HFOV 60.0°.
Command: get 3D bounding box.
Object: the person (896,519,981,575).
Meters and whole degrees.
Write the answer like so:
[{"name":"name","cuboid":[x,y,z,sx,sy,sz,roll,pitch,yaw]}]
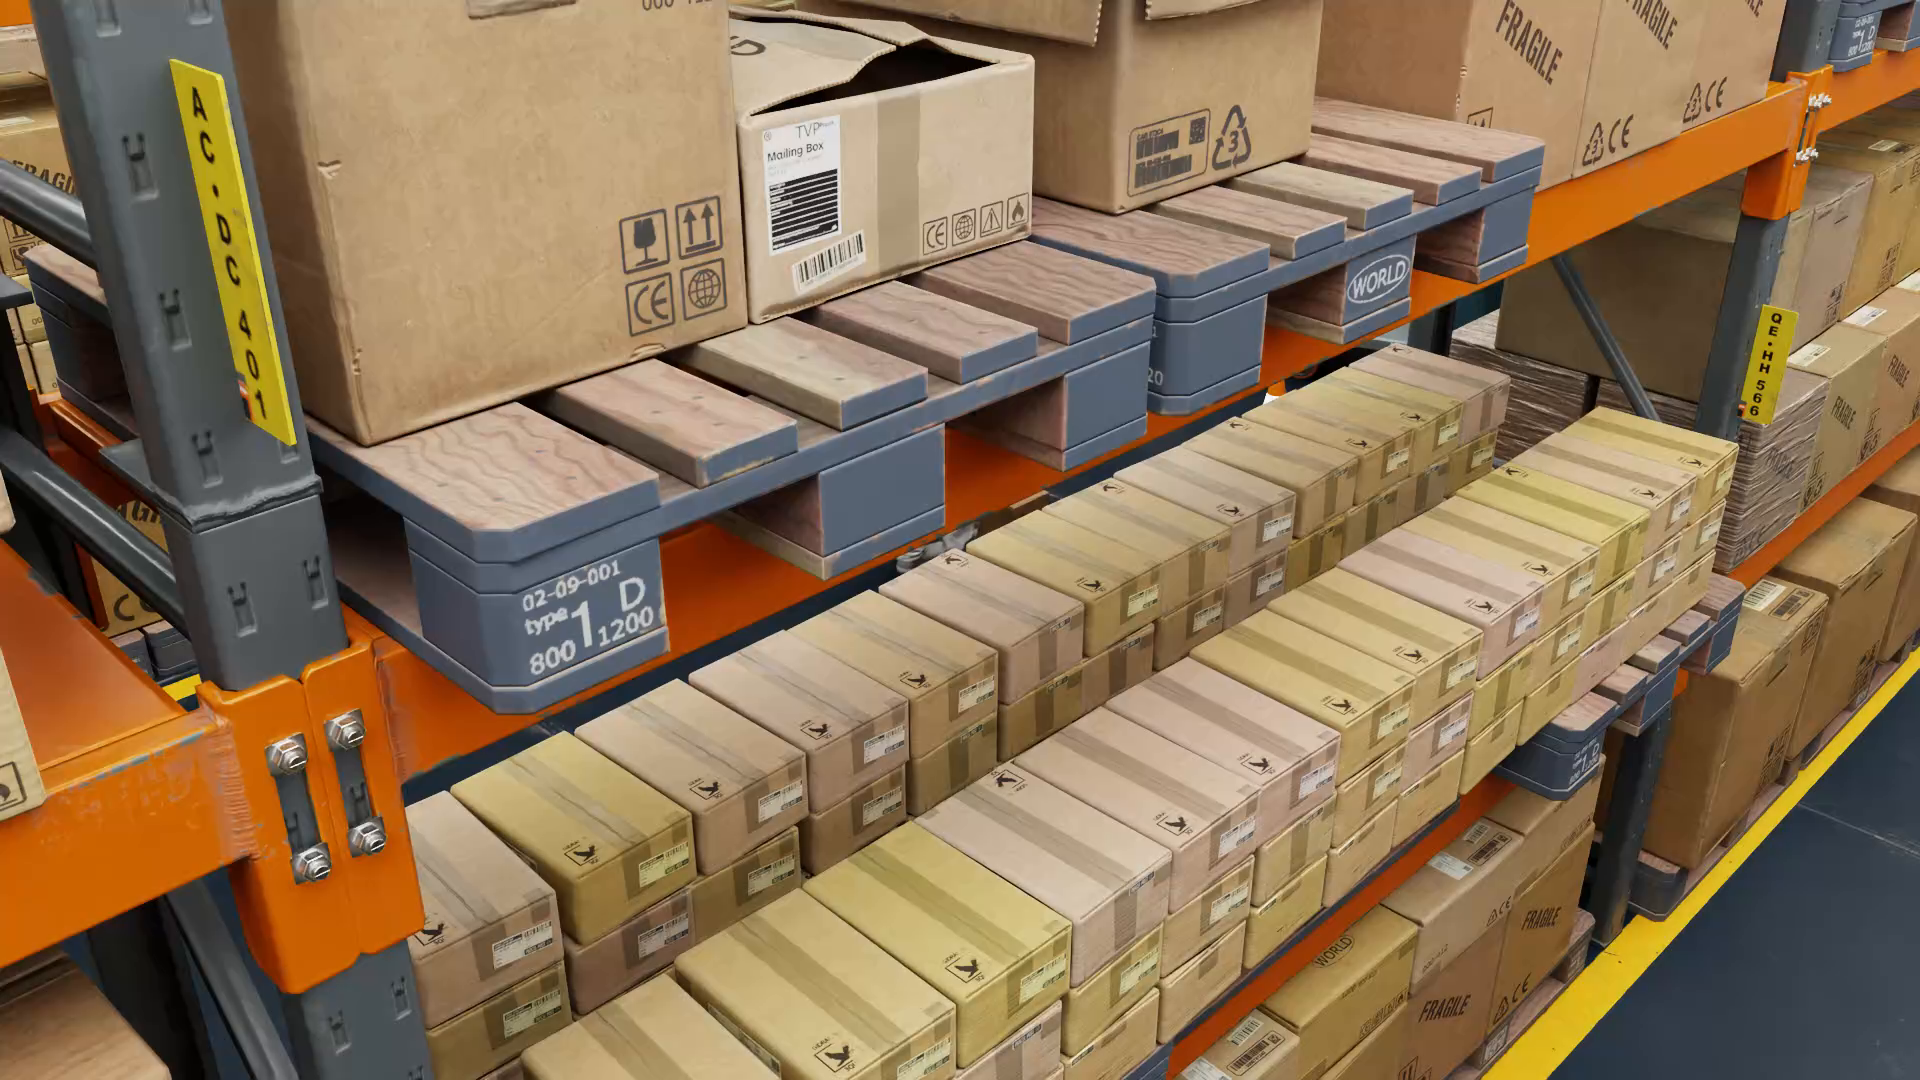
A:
[{"name":"person","cuboid":[-0.098,-0.588,7.401,0.606,1.624,0.598,-24,36,-38]}]
